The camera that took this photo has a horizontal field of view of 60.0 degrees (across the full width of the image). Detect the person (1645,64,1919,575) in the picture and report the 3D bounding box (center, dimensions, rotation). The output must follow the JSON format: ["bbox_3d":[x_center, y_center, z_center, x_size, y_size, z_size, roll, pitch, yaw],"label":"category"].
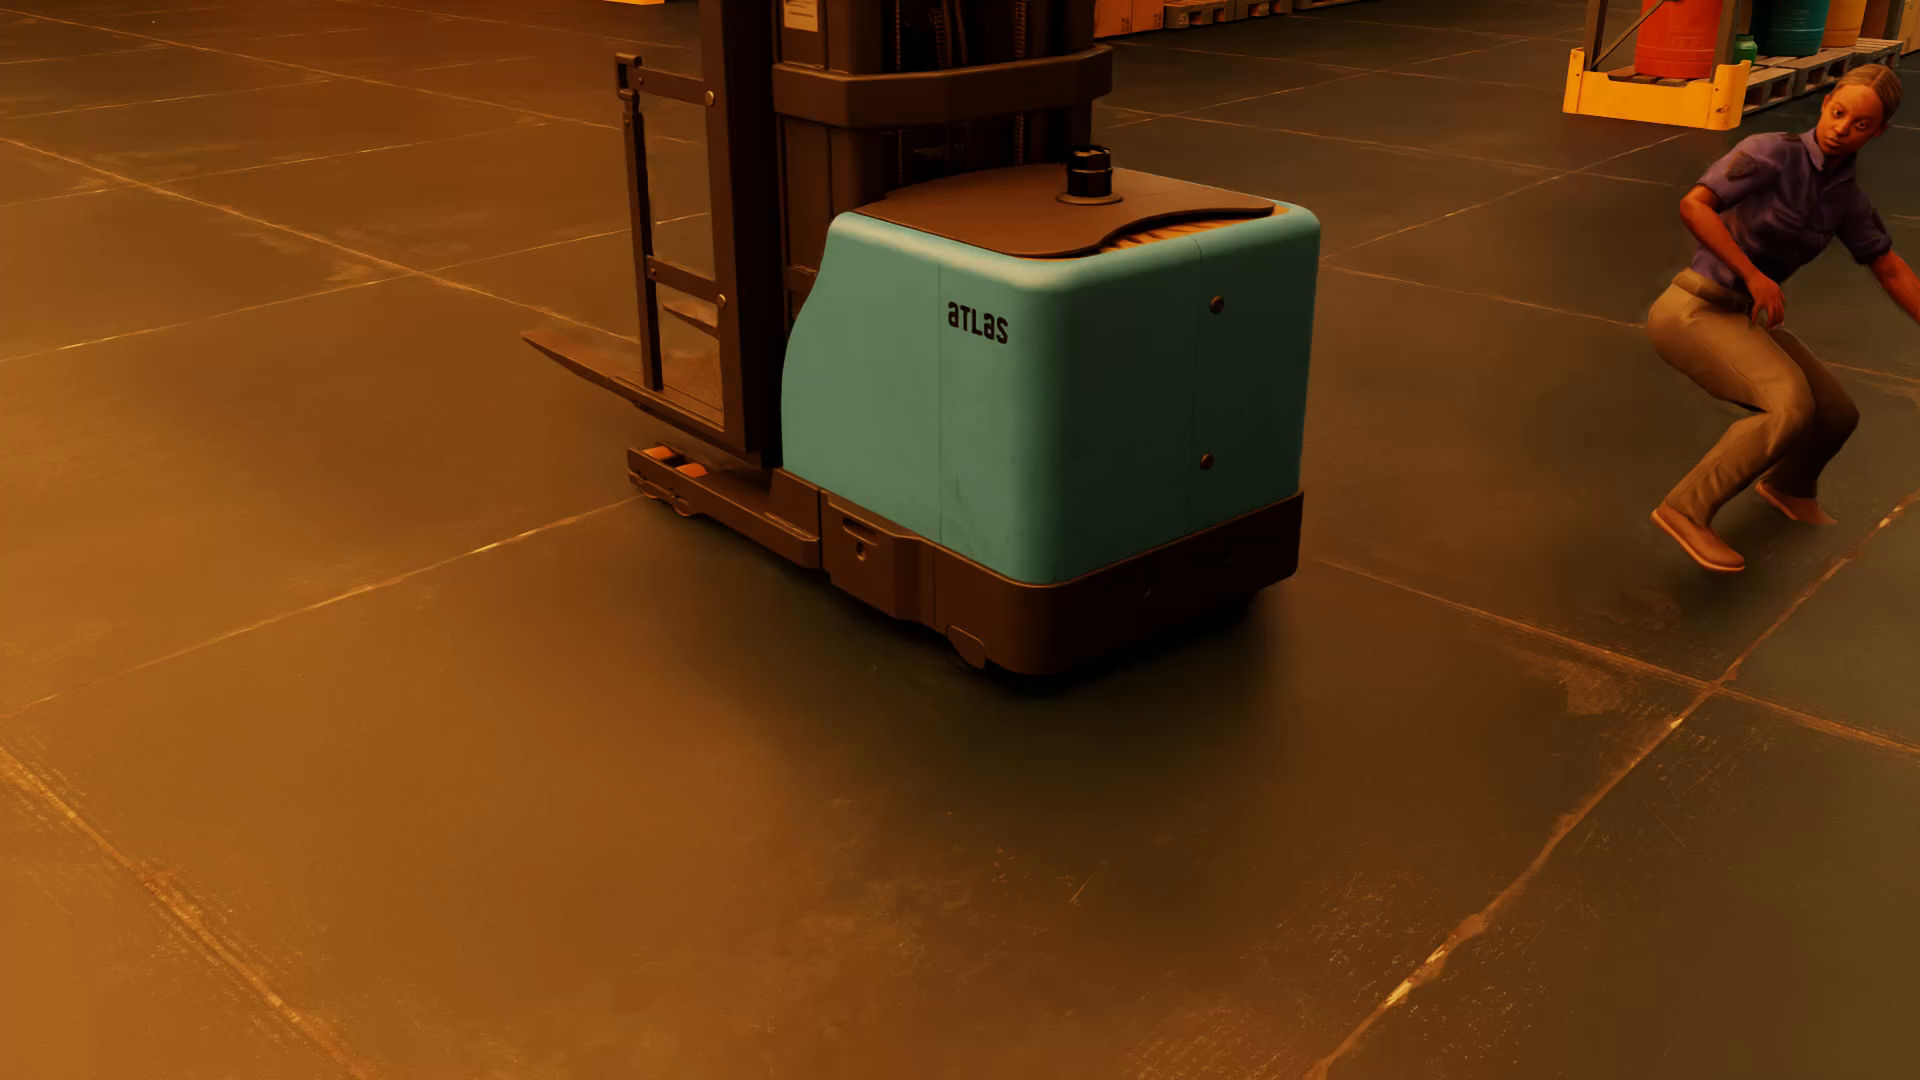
[{"bbox_3d":[2.356,-0.585,4.641,0.855,1.445,0.718,-16,28,-32],"label":"person"}]

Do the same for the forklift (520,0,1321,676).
[{"bbox_3d":[-0.399,-1.528,4.812,1.130,2.935,3.031,-19,30,-36],"label":"forklift"}]
